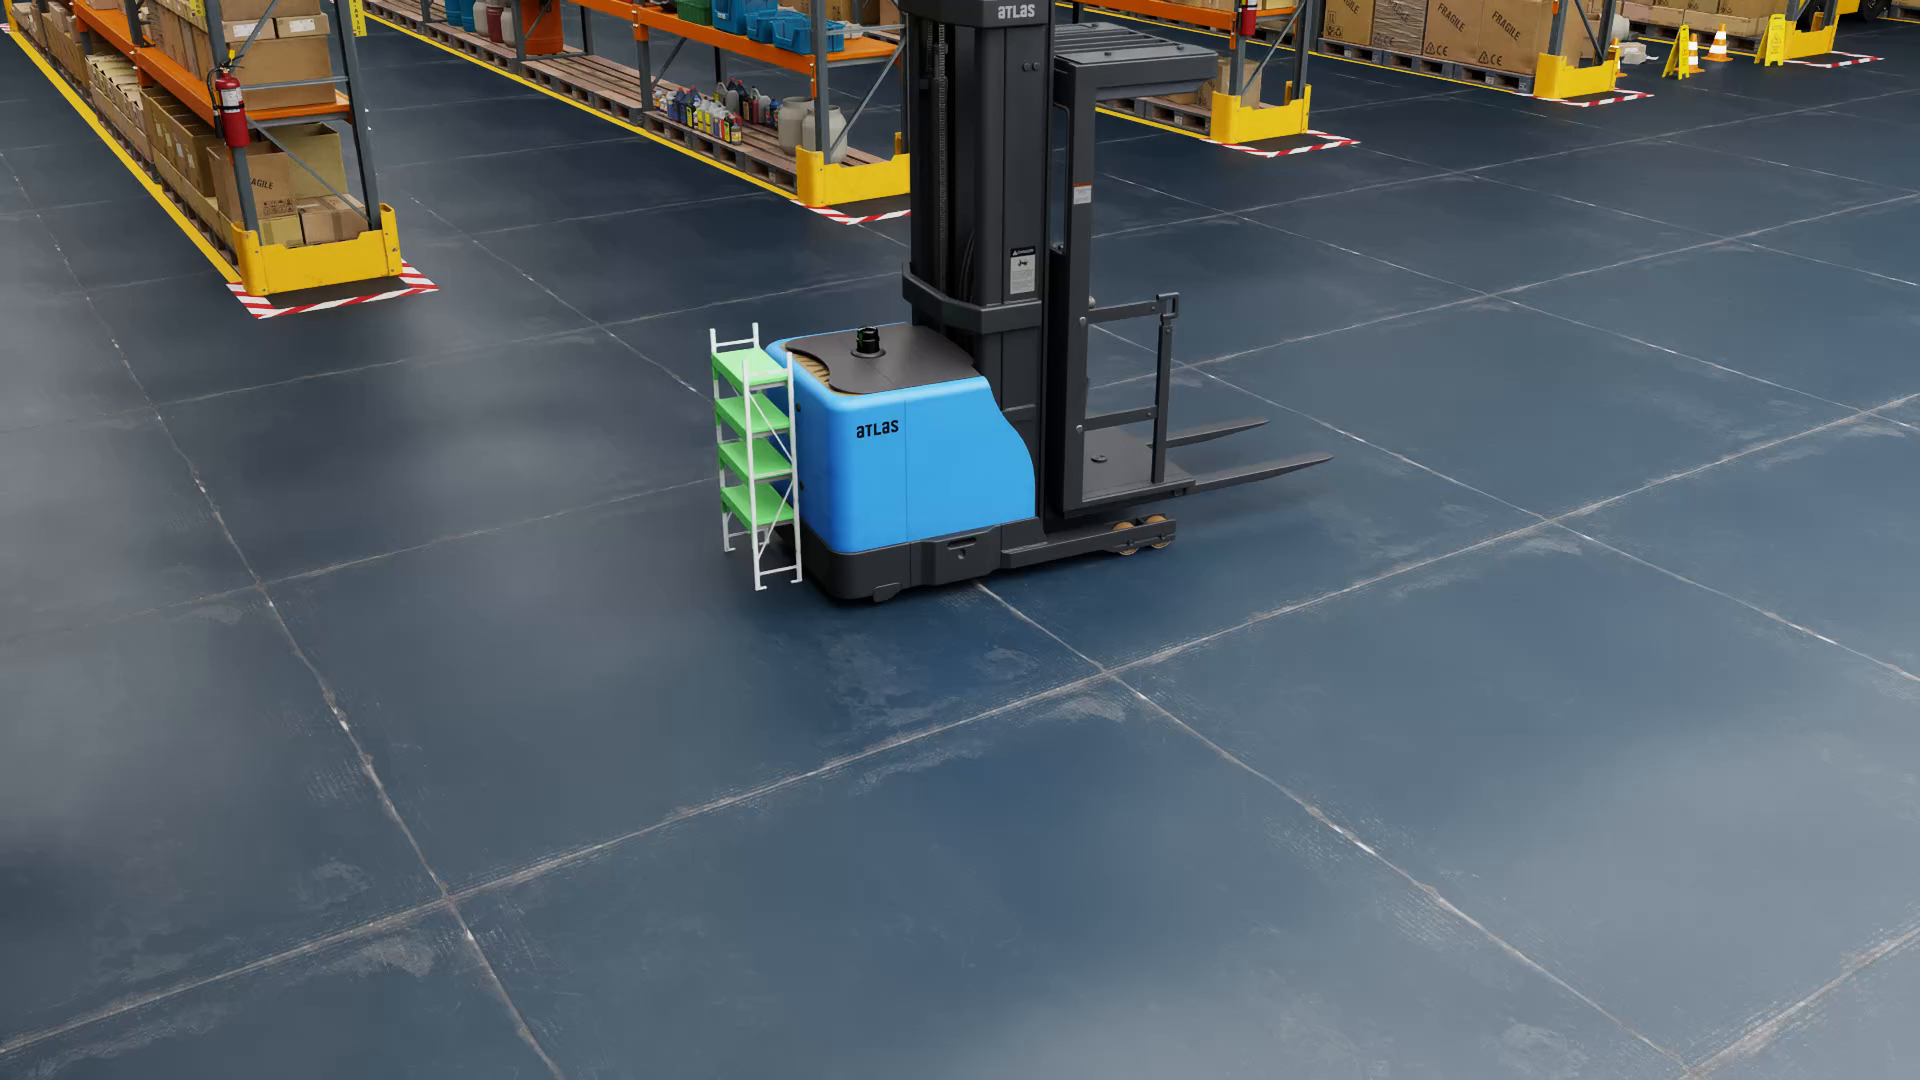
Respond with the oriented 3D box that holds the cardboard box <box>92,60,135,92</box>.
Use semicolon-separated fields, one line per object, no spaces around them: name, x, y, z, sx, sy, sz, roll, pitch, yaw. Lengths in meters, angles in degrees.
cardboard box;-9.049;-5.033;17.969;0.500;0.311;0.500;-16;30;-31

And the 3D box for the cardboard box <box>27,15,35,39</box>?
cardboard box;-12.525;-7.094;22.898;0.500;0.311;0.500;-16;29;-30

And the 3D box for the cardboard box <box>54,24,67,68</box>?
cardboard box;-10.939;-6.175;20.730;0.500;0.500;0.500;-15;29;-29

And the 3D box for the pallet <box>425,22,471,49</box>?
pallet;-7.028;-7.311;23.990;1.003;0.211;1.213;-16;29;-30

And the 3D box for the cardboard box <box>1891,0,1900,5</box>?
cardboard box;14.696;-8.590;26.161;0.500;0.250;0.500;-15;29;-29

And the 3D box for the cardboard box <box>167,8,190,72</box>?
cardboard box;-6.388;-4.364;14.363;0.700;0.500;0.500;-15;29;-29

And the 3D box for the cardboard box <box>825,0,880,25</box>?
cardboard box;-1.440;-8.062;24.312;1.225;0.875;0.875;-17;30;-32

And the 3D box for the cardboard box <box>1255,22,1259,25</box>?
cardboard box;4.376;-7.990;24.305;1.050;0.750;0.750;-16;29;-30

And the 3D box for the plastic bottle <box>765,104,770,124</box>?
plastic bottle;-2.000;-4.488;17.505;0.097;0.201;0.097;0;25;0

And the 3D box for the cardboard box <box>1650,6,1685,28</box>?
cardboard box;10.356;-7.575;24.012;0.500;0.250;0.500;-17;30;-31

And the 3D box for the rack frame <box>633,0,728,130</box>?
rack frame;-3.047;-5.996;17.939;1.000;3.000;0.127;-16;29;-30

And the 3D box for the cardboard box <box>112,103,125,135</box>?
cardboard box;-8.499;-4.417;17.322;0.500;0.250;0.500;-15;29;-29

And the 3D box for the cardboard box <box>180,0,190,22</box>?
cardboard box;-6.092;-4.306;13.482;0.380;0.149;0.250;-15;29;-28

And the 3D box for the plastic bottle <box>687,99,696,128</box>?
plastic bottle;-2.796;-4.445;17.320;0.061;0.283;0.133;-14;29;-27

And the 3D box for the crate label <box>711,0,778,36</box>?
crate label;-2.095;-5.177;16.161;0.502;0.435;0.616;-16;29;-30

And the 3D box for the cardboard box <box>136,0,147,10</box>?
cardboard box;-7.892;-5.356;16.464;0.500;0.500;0.500;-13;28;-26

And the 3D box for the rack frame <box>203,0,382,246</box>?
rack frame;-5.016;-3.413;12.466;1.000;3.000;0.127;-16;29;-30

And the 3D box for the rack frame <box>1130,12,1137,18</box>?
rack frame;3.130;-9.701;25.786;1.000;3.000;0.127;-16;29;-30

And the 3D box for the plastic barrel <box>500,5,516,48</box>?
plastic barrel;-5.895;-6.844;22.157;0.421;0.512;0.421;0;25;0

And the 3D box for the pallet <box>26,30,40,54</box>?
pallet;-12.611;-7.126;23.599;1.003;0.211;1.213;-16;29;-30

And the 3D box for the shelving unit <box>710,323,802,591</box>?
shelving unit;-1.006;-0.411;8.216;0.258;1.200;0.503;-11;28;-23

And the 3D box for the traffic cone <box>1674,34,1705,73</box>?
traffic cone;9.530;-6.355;21.670;0.336;0.463;0.334;-16;29;-30

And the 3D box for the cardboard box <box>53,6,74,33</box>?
cardboard box;-10.686;-6.346;20.213;0.500;0.250;0.500;-16;30;-31

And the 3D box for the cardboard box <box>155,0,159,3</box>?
cardboard box;-6.791;-4.766;14.454;0.380;0.149;0.250;-16;30;-30

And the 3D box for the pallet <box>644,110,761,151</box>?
pallet;-2.715;-4.486;18.005;1.003;0.211;1.213;-16;29;-30

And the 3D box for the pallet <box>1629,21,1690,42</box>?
pallet;10.472;-7.530;24.455;1.003;0.211;1.213;-16;29;-30

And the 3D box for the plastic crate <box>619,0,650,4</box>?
plastic crate;-3.568;-6.127;18.141;0.402;0.464;0.583;-16;29;-30

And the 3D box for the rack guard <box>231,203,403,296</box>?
rack guard;-5.002;-2.274;12.981;1.175;0.500;0.348;-16;29;-30

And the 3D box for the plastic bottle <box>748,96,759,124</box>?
plastic bottle;-2.176;-4.536;17.511;0.061;0.283;0.133;-16;29;-30

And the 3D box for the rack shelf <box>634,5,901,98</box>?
rack shelf;-1.955;-4.956;16.577;1.077;0.370;4.000;-16;29;-30

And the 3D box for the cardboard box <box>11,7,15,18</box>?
cardboard box;-13.809;-7.815;24.616;0.380;0.149;0.250;-16;29;-30

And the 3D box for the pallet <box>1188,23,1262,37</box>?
pallet;4.159;-7.705;24.824;1.003;0.211;1.213;-16;29;-30

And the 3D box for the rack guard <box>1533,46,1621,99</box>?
rack guard;7.510;-5.701;20.240;1.175;0.500;0.348;-16;29;-30

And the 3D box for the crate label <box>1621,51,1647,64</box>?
crate label;9.048;-6.475;22.305;0.298;0.136;0.250;12;28;24

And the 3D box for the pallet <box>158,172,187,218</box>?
pallet;-6.800;-3.288;15.468;1.003;0.211;1.213;-16;29;-30

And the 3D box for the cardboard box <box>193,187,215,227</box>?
cardboard box;-6.113;-2.837;13.974;0.500;0.250;0.500;-16;29;-30

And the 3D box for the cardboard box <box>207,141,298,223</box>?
cardboard box;-5.558;-2.821;13.062;0.500;0.500;0.500;-16;29;-30

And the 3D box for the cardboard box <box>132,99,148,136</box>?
cardboard box;-7.660;-4.122;16.039;0.500;0.311;0.500;-16;29;-30

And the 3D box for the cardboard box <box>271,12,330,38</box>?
cardboard box;-5.049;-3.942;12.709;0.380;0.149;0.250;-16;30;-30

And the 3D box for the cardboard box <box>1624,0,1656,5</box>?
cardboard box;10.086;-8.097;24.239;0.500;0.500;0.500;-14;29;-27

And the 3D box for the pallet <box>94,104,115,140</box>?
pallet;-8.966;-4.710;18.479;1.003;0.211;1.213;-16;29;-30

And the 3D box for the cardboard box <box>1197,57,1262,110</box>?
cardboard box;2.960;-5.007;18.278;0.500;0.500;0.500;-10;27;-20

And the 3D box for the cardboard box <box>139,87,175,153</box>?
cardboard box;-7.208;-3.890;15.328;0.500;0.500;0.500;-16;29;-30

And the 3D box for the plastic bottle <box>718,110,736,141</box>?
plastic bottle;-2.348;-4.184;16.775;0.152;0.276;0.135;-15;29;-29

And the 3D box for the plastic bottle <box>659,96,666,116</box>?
plastic bottle;-3.185;-4.678;17.907;0.097;0.201;0.097;0;25;0

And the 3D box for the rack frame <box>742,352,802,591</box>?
rack frame;-0.901;-0.317;8.017;0.240;1.200;0.015;-11;28;-23

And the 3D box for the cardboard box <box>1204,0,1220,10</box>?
cardboard box;2.822;-5.750;17.710;0.380;0.149;0.250;-16;29;-30

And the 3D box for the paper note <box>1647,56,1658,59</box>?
paper note;9.406;-6.561;22.613;0.142;0.019;0.148;18;31;33

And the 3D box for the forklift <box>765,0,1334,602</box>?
forklift;0.563;-1.439;8.365;3.031;2.935;1.130;-11;28;-23

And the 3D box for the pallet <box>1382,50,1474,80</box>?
pallet;6.333;-6.282;21.811;1.003;0.211;1.213;-16;29;-30

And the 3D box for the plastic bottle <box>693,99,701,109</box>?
plastic bottle;-2.739;-4.465;17.375;0.097;0.271;0.097;0;25;0
